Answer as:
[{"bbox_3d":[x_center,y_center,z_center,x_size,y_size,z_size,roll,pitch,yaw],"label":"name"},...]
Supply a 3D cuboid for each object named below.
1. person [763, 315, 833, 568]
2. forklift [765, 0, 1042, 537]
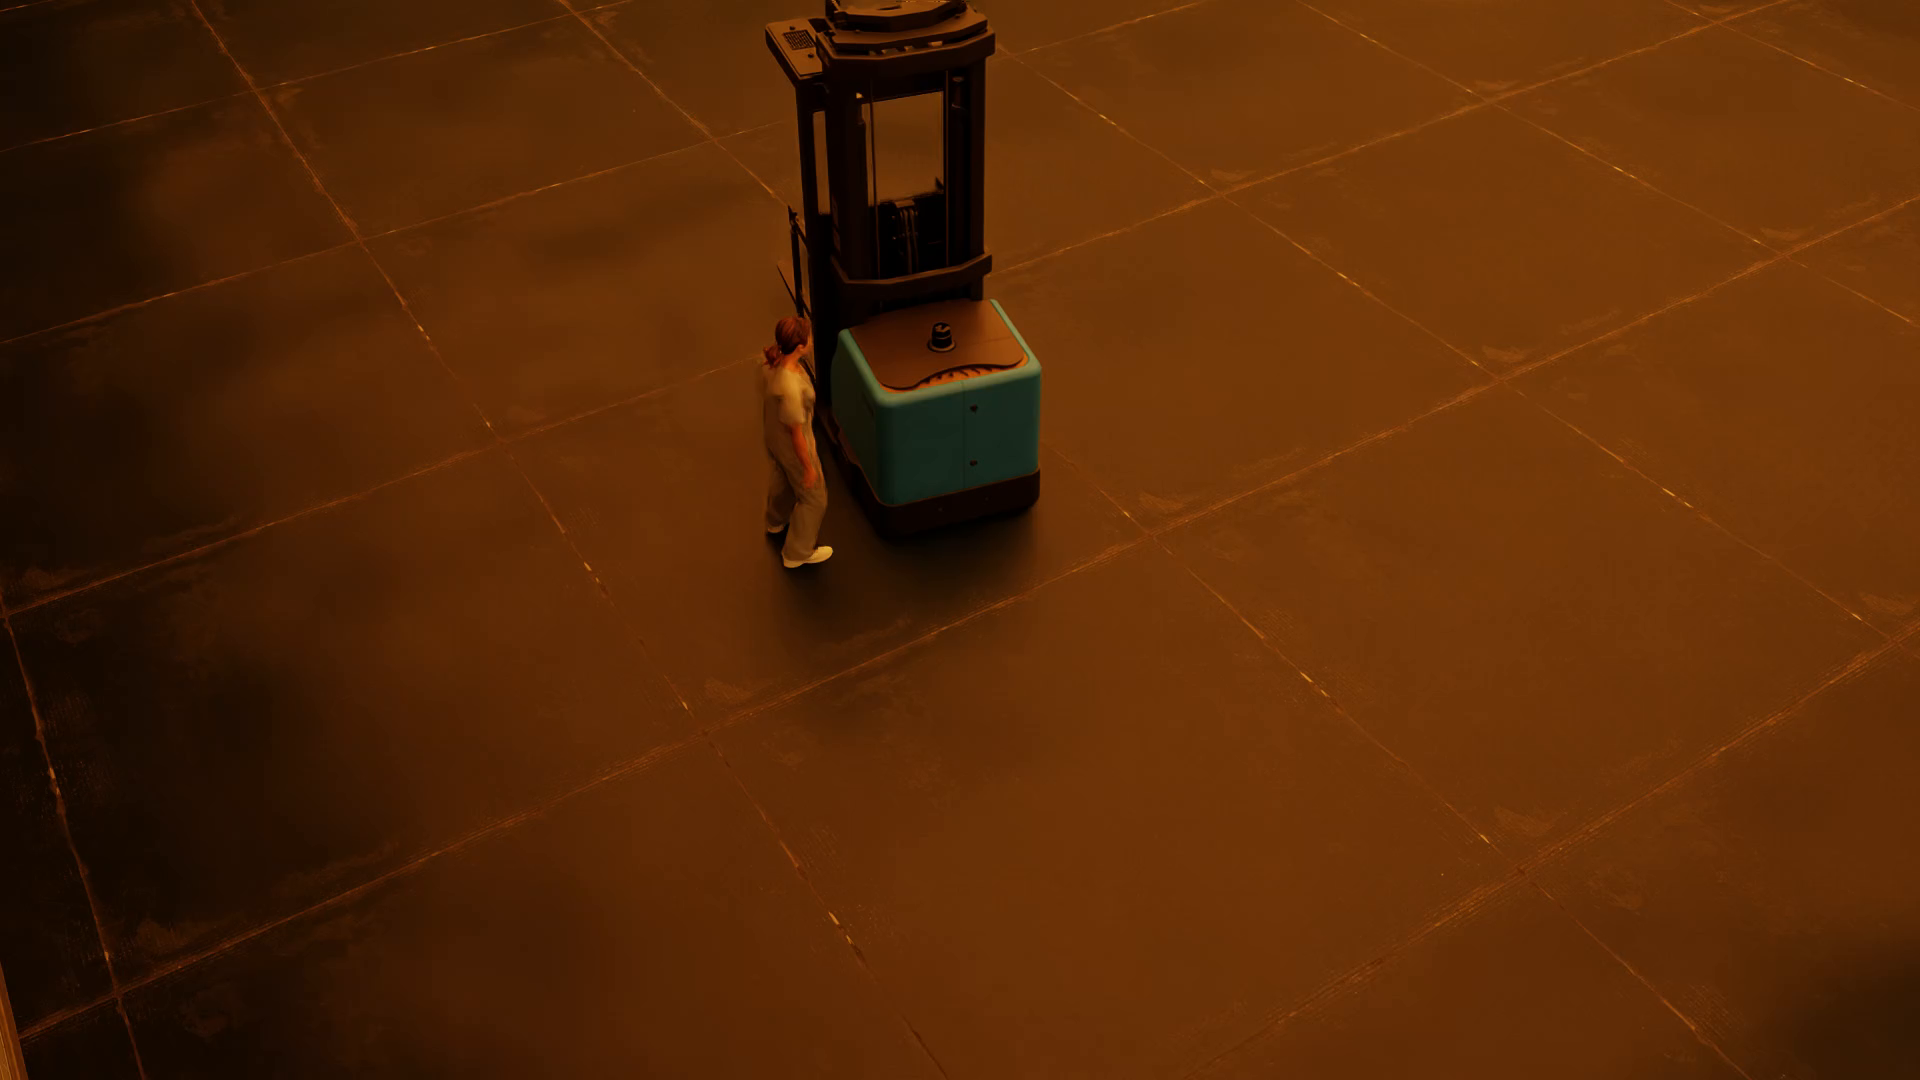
[{"bbox_3d":[-0.958,-0.582,9.512,0.315,1.652,0.700,-15,43,-16],"label":"person"},{"bbox_3d":[-0.492,-2.103,10.278,1.130,2.935,3.031,-14,43,-15],"label":"forklift"}]
